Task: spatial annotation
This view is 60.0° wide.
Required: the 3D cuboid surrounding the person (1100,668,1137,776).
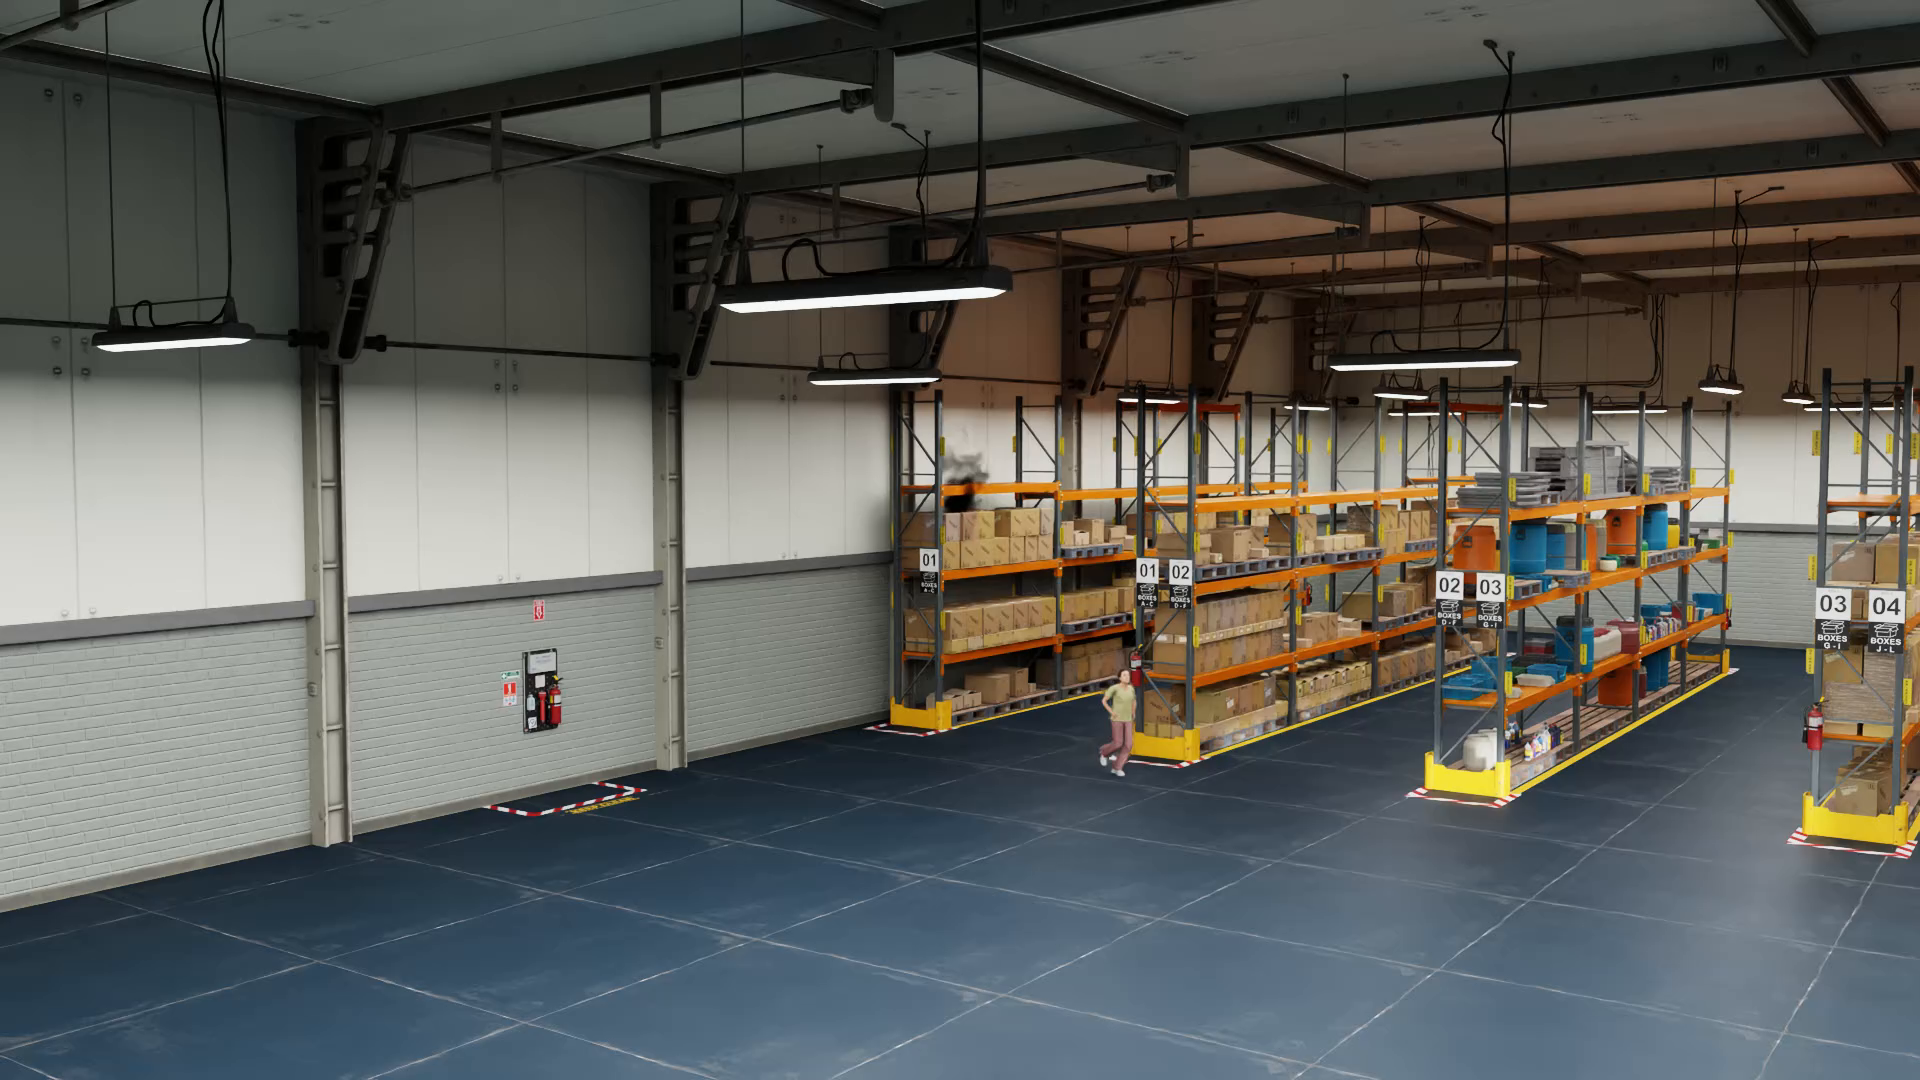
[{"bbox_3d":[2.454,2.764,25.469,0.608,1.626,0.593,-2,4,-25],"label":"person"}]
